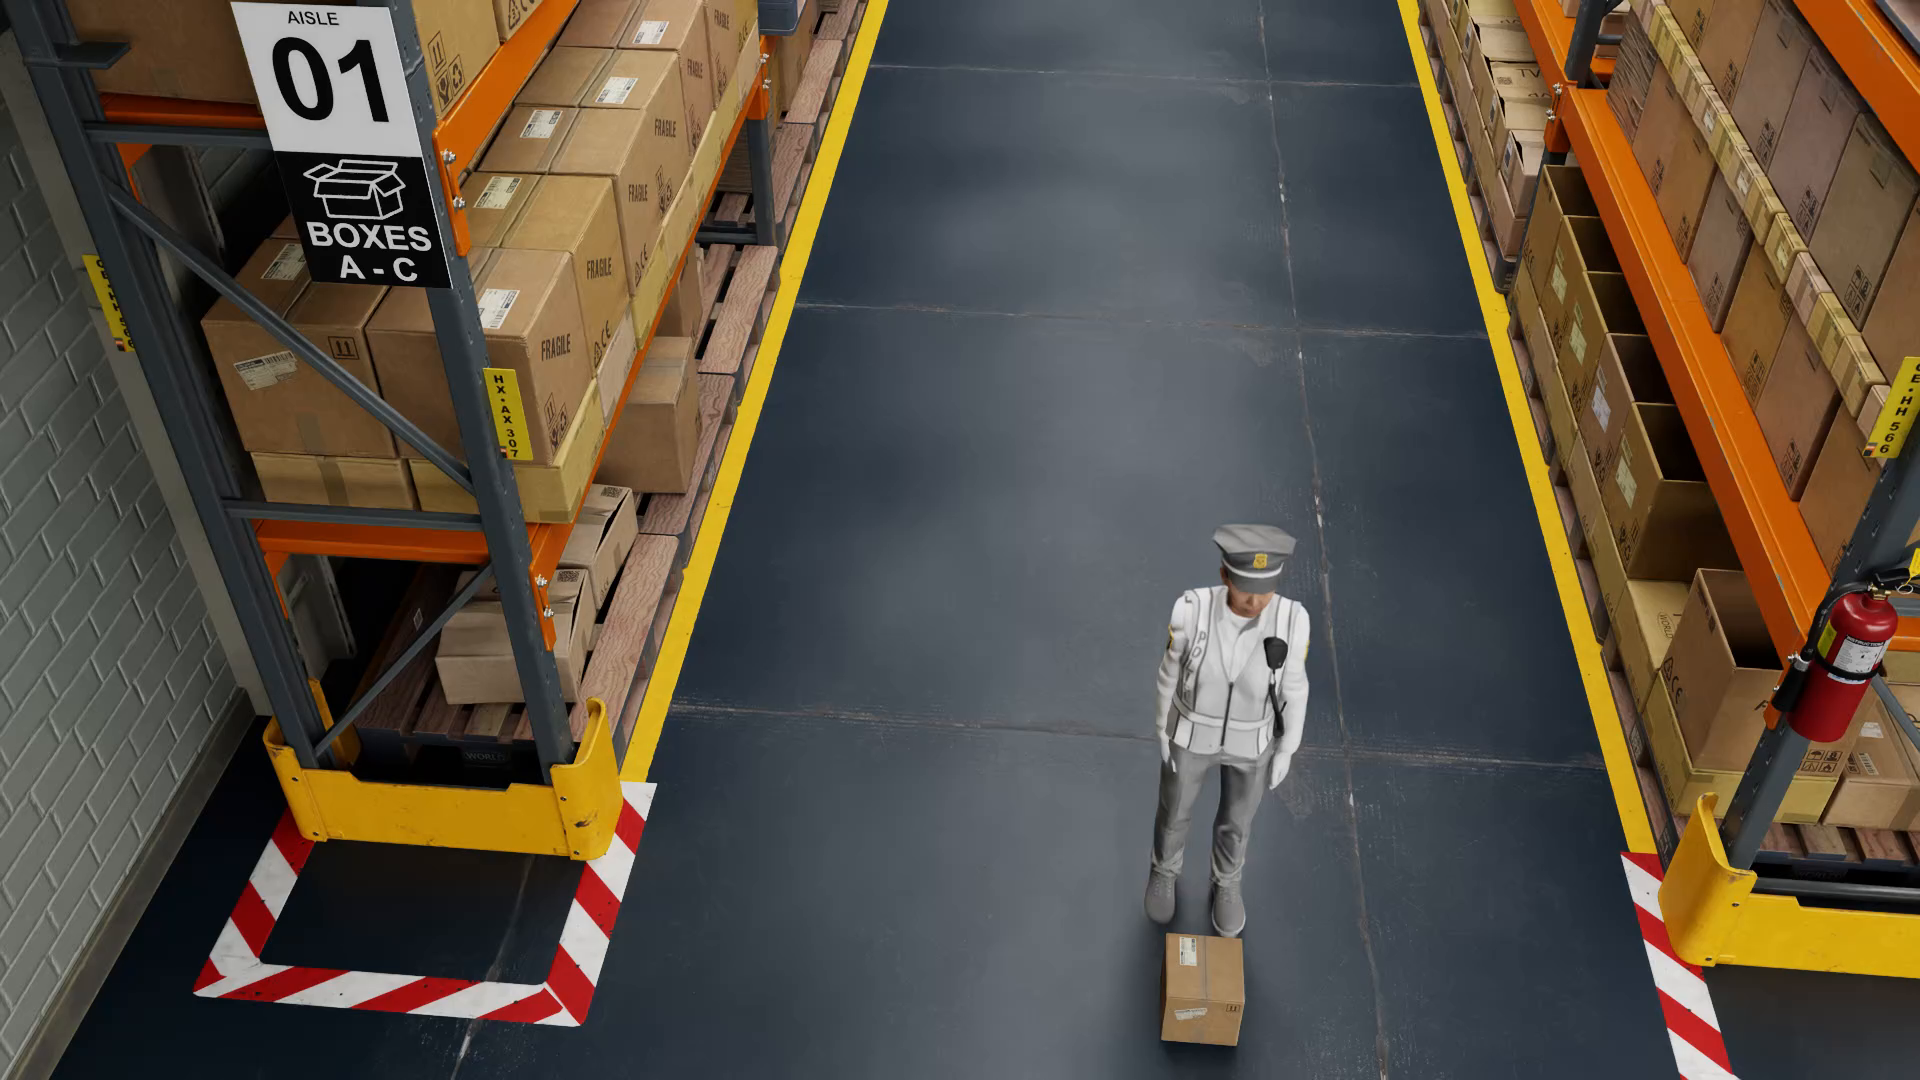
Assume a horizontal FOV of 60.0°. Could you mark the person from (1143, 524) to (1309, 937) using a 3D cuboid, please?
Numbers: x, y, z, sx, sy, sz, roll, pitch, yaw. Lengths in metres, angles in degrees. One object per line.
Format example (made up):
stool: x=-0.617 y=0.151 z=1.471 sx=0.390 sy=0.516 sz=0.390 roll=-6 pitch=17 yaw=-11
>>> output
person: x=0.861 y=0.644 z=5.392 sx=0.475 sy=1.707 sz=0.344 roll=4 pitch=40 yaw=5
